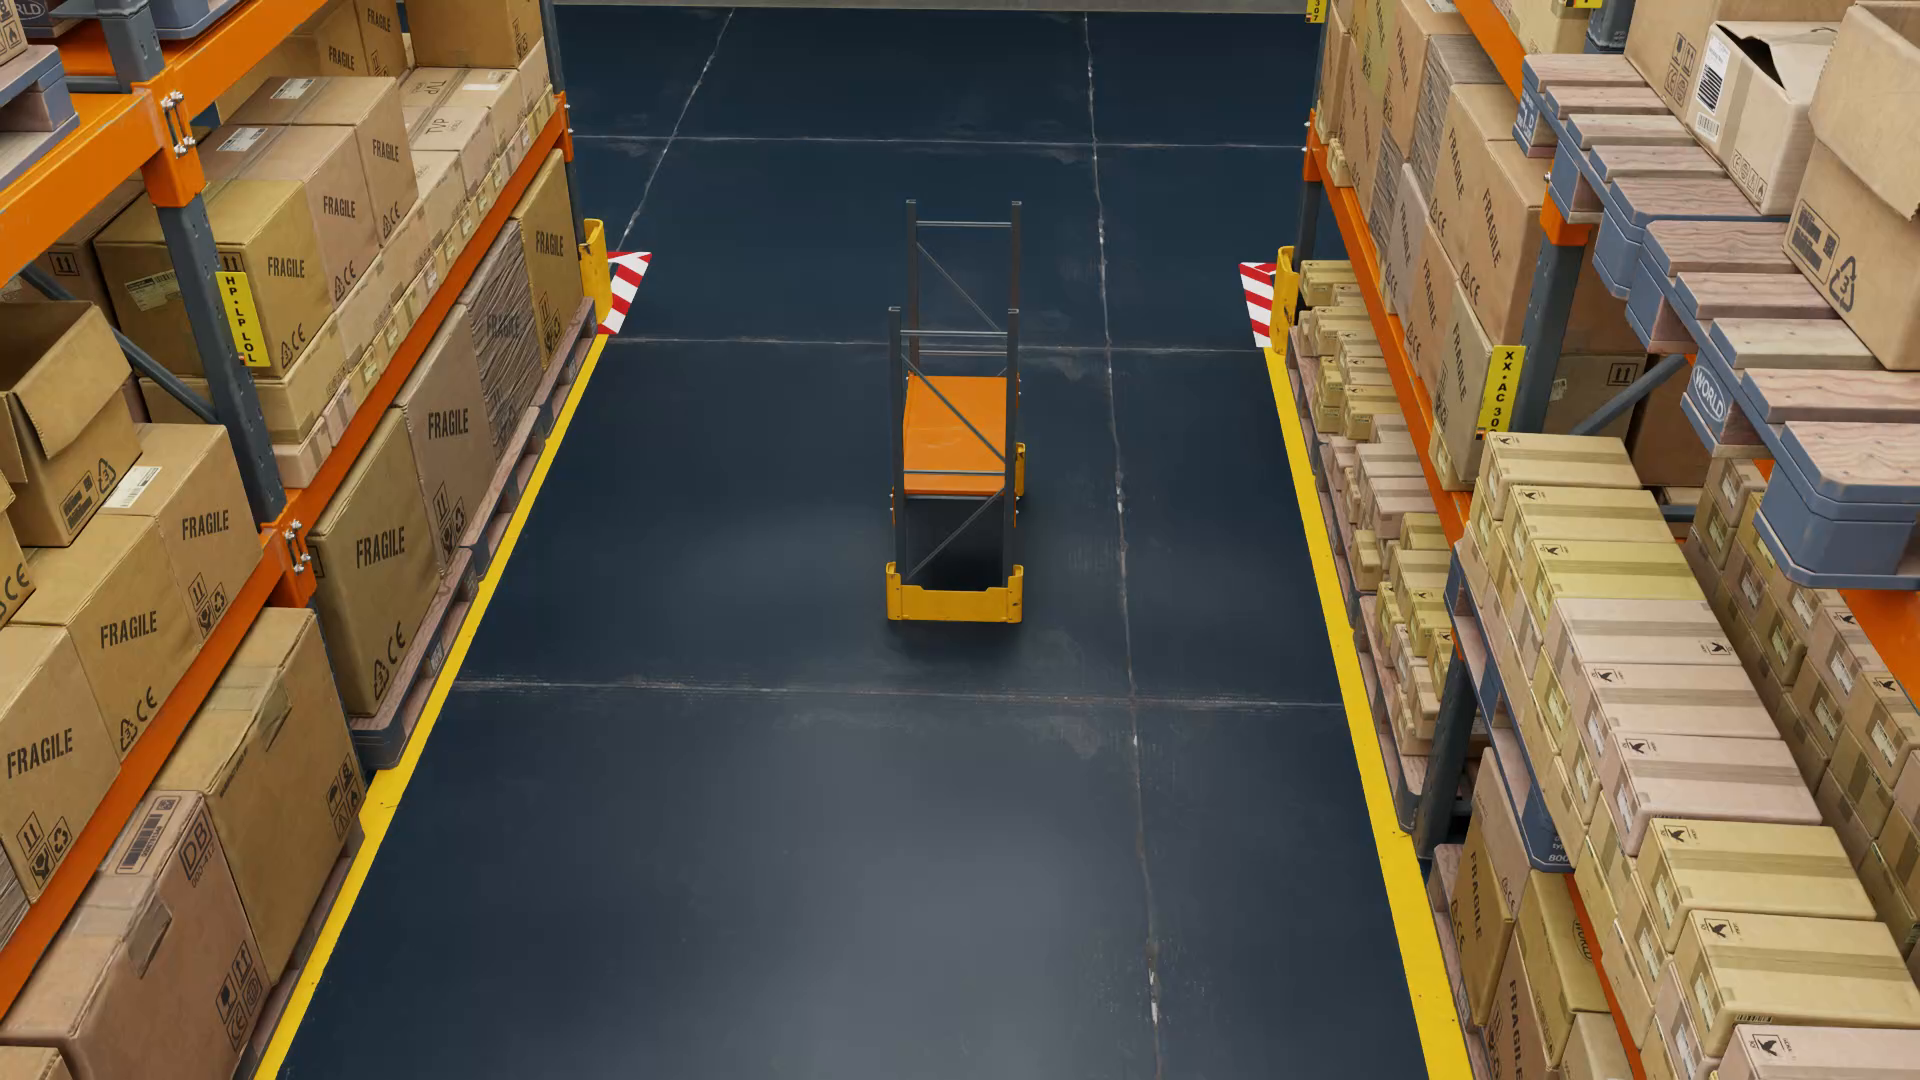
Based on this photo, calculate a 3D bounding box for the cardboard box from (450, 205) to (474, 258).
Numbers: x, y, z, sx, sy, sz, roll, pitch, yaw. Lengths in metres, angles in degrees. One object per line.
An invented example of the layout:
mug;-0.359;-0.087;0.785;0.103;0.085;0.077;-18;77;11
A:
cardboard box;-2.364;-1.356;7.289;0.380;0.149;0.250;2;35;3

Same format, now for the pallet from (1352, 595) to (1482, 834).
pallet;2.166;0.676;6.604;1.003;0.211;1.213;1;35;2

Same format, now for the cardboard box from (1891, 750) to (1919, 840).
cardboard box;2.300;0.593;3.633;0.380;0.149;0.250;0;35;0

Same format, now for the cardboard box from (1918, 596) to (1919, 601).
cardboard box;1.814;0.043;2.384;0.500;0.500;0.500;1;35;2

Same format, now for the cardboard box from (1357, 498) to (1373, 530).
cardboard box;1.969;-0.060;7.340;0.380;0.149;0.250;2;35;3

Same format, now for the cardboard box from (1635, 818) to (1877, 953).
cardboard box;1.641;0.723;3.448;0.380;0.149;0.250;2;35;3

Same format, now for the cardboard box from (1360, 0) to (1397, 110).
cardboard box;1.995;-2.108;6.925;0.500;0.500;0.500;1;35;1

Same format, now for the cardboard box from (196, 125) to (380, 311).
cardboard box;-2.475;-1.170;6.025;0.500;0.500;0.500;1;35;2

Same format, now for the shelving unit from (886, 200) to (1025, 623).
shelving unit;-0.003;-0.570;7.256;0.587;1.500;1.083;1;35;2

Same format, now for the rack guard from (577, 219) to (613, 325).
rack guard;-2.616;-1.540;9.506;1.175;0.500;0.348;1;35;2

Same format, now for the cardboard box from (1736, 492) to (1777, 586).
cardboard box;2.343;-0.001;4.479;0.380;0.149;0.250;0;35;0

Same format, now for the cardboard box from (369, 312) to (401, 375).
cardboard box;-2.404;-0.764;6.446;0.380;0.149;0.250;0;35;1

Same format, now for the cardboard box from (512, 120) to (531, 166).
cardboard box;-2.322;-1.940;8.120;0.380;0.149;0.250;1;35;2

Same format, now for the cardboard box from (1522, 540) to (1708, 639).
cardboard box;1.681;0.133;4.288;0.380;0.149;0.250;2;35;2

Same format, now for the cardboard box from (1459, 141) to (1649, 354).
cardboard box;1.923;-0.926;5.244;0.500;0.500;0.500;0;35;0

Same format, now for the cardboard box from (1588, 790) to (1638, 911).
cardboard box;1.651;0.701;3.739;0.380;0.149;0.250;1;35;1

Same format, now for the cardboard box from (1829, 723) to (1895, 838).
cardboard box;2.315;0.565;3.932;0.380;0.149;0.250;0;35;-1

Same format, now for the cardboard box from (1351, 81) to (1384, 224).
cardboard box;2.012;-1.698;7.212;0.500;0.500;0.500;2;35;3

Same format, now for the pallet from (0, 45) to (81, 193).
pallet;-2.765;-0.872;3.939;0.805;0.209;1.217;0;35;0

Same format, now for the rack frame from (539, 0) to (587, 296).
rack frame;-2.617;-2.549;8.768;1.000;3.000;0.127;1;35;2

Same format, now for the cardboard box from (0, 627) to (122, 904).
cardboard box;-2.564;0.568;4.246;0.500;0.500;0.500;1;35;1

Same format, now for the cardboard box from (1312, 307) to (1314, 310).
cardboard box;2.057;-1.208;8.716;0.380;0.149;0.250;3;35;4

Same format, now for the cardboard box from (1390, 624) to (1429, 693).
cardboard box;1.868;0.451;6.355;0.380;0.149;0.250;0;35;0

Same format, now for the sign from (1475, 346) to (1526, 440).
sign;1.632;-0.440;5.015;0.100;0.325;0.005;1;35;2

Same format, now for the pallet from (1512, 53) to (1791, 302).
pallet;2.043;-0.876;3.943;1.213;0.211;1.003;1;35;2

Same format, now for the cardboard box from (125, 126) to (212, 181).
cardboard box;-3.002;-1.176;6.034;0.500;0.500;0.500;2;35;2

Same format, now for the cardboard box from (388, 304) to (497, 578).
cardboard box;-2.635;-0.448;7.261;0.875;0.875;0.875;1;35;2

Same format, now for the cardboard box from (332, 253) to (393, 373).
cardboard box;-2.472;-0.861;6.237;0.500;0.250;0.500;1;35;2

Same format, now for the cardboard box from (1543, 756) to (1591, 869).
cardboard box;1.659;0.662;4.053;0.380;0.149;0.250;0;35;0

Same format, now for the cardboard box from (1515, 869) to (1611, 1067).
cardboard box;1.862;1.190;4.604;0.500;0.250;0.500;2;35;3

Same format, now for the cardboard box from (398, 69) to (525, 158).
cardboard box;-2.392;-2.033;7.906;0.500;0.250;0.500;1;35;1

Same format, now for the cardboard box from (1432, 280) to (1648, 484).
cardboard box;1.911;-0.525;5.543;0.500;0.500;0.500;1;35;2

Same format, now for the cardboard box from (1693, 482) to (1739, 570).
cardboard box;2.356;-0.036;4.787;0.380;0.149;0.250;2;35;3

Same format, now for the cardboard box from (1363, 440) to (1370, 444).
cardboard box;2.065;-0.453;7.642;0.380;0.149;0.250;3;35;4

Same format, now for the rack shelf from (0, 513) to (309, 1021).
rack shelf;-2.858;1.193;4.070;1.077;0.370;4.000;1;35;2

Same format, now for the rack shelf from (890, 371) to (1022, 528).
rack shelf;-0.003;-0.417;7.352;0.538;0.185;1.000;1;35;2

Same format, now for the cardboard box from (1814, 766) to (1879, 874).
cardboard box;2.318;0.682;4.024;0.380;0.149;0.250;0;35;0

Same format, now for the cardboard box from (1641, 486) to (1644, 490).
cardboard box;2.449;-0.281;5.759;0.380;0.149;0.250;2;35;3

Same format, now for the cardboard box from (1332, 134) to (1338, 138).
cardboard box;2.025;-1.948;8.131;0.380;0.149;0.250;3;35;4

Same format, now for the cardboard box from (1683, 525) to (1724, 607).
cardboard box;2.356;0.086;4.873;0.380;0.149;0.250;1;35;1

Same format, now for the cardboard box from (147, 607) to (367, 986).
cardboard box;-2.783;0.815;5.464;1.225;0.875;0.875;1;35;2

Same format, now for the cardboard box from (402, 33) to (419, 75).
cardboard box;-2.906;-2.340;8.342;0.500;0.250;0.500;0;35;1

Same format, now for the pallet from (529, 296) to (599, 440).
pallet;-2.571;-0.947;8.914;1.003;0.211;1.213;1;35;2

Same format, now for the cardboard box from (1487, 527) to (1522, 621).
cardboard box;1.690;0.096;4.600;0.380;0.149;0.250;1;35;1

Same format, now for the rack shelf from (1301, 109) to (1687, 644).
rack shelf;2.255;-0.933;7.094;1.077;0.370;4.000;1;35;2

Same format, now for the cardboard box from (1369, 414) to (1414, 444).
cardboard box;2.027;-0.429;7.348;0.380;0.149;0.250;1;35;2

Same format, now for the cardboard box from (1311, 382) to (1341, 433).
cardboard box;1.942;-0.649;8.178;0.380;0.149;0.250;2;35;2

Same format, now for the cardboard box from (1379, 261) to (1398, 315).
cardboard box;1.943;-1.045;6.846;0.380;0.149;0.250;2;35;3

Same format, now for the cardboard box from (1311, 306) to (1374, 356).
cardboard box;1.945;-1.029;8.202;0.380;0.149;0.250;1;35;2

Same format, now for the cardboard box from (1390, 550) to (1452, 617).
cardboard box;1.902;0.172;6.494;0.380;0.149;0.250;1;35;1

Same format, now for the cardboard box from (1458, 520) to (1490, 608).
cardboard box;1.699;0.069;4.897;0.380;0.149;0.250;0;35;0
